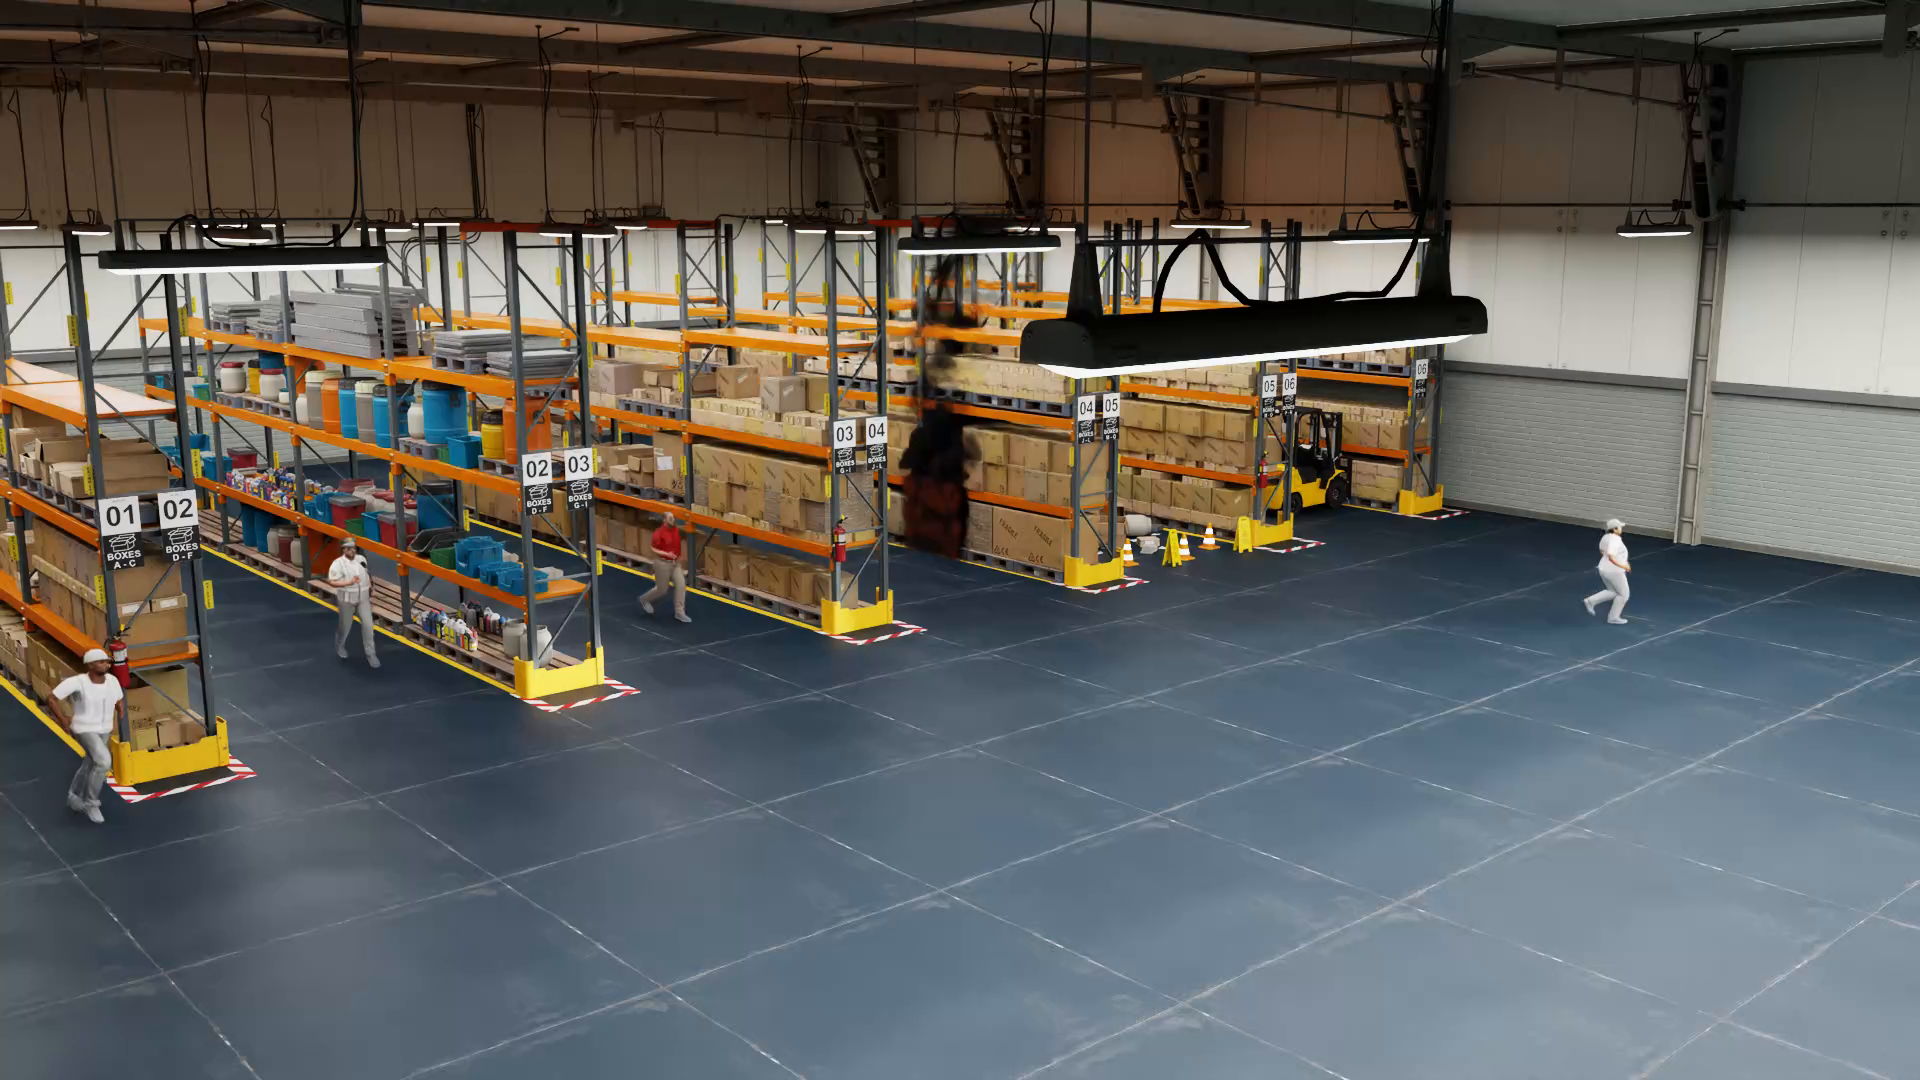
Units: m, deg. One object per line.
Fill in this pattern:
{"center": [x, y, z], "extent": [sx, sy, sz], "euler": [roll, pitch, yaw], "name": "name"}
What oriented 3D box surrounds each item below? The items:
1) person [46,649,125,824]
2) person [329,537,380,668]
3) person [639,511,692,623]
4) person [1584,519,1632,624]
{"center": [-9.110, 2.024, 17.507], "extent": [0.720, 1.777, 0.701], "euler": [4, 12, 18], "name": "person"}
{"center": [-8.449, 0.834, 23.147], "extent": [0.638, 1.788, 0.944], "euler": [-10, 15, -41], "name": "person"}
{"center": [-4.540, 0.389, 25.610], "extent": [0.943, 1.719, 0.647], "euler": [8, 14, 33], "name": "person"}
{"center": [9.931, 0.477, 25.414], "extent": [0.629, 1.617, 0.609], "euler": [1, 11, 4], "name": "person"}
